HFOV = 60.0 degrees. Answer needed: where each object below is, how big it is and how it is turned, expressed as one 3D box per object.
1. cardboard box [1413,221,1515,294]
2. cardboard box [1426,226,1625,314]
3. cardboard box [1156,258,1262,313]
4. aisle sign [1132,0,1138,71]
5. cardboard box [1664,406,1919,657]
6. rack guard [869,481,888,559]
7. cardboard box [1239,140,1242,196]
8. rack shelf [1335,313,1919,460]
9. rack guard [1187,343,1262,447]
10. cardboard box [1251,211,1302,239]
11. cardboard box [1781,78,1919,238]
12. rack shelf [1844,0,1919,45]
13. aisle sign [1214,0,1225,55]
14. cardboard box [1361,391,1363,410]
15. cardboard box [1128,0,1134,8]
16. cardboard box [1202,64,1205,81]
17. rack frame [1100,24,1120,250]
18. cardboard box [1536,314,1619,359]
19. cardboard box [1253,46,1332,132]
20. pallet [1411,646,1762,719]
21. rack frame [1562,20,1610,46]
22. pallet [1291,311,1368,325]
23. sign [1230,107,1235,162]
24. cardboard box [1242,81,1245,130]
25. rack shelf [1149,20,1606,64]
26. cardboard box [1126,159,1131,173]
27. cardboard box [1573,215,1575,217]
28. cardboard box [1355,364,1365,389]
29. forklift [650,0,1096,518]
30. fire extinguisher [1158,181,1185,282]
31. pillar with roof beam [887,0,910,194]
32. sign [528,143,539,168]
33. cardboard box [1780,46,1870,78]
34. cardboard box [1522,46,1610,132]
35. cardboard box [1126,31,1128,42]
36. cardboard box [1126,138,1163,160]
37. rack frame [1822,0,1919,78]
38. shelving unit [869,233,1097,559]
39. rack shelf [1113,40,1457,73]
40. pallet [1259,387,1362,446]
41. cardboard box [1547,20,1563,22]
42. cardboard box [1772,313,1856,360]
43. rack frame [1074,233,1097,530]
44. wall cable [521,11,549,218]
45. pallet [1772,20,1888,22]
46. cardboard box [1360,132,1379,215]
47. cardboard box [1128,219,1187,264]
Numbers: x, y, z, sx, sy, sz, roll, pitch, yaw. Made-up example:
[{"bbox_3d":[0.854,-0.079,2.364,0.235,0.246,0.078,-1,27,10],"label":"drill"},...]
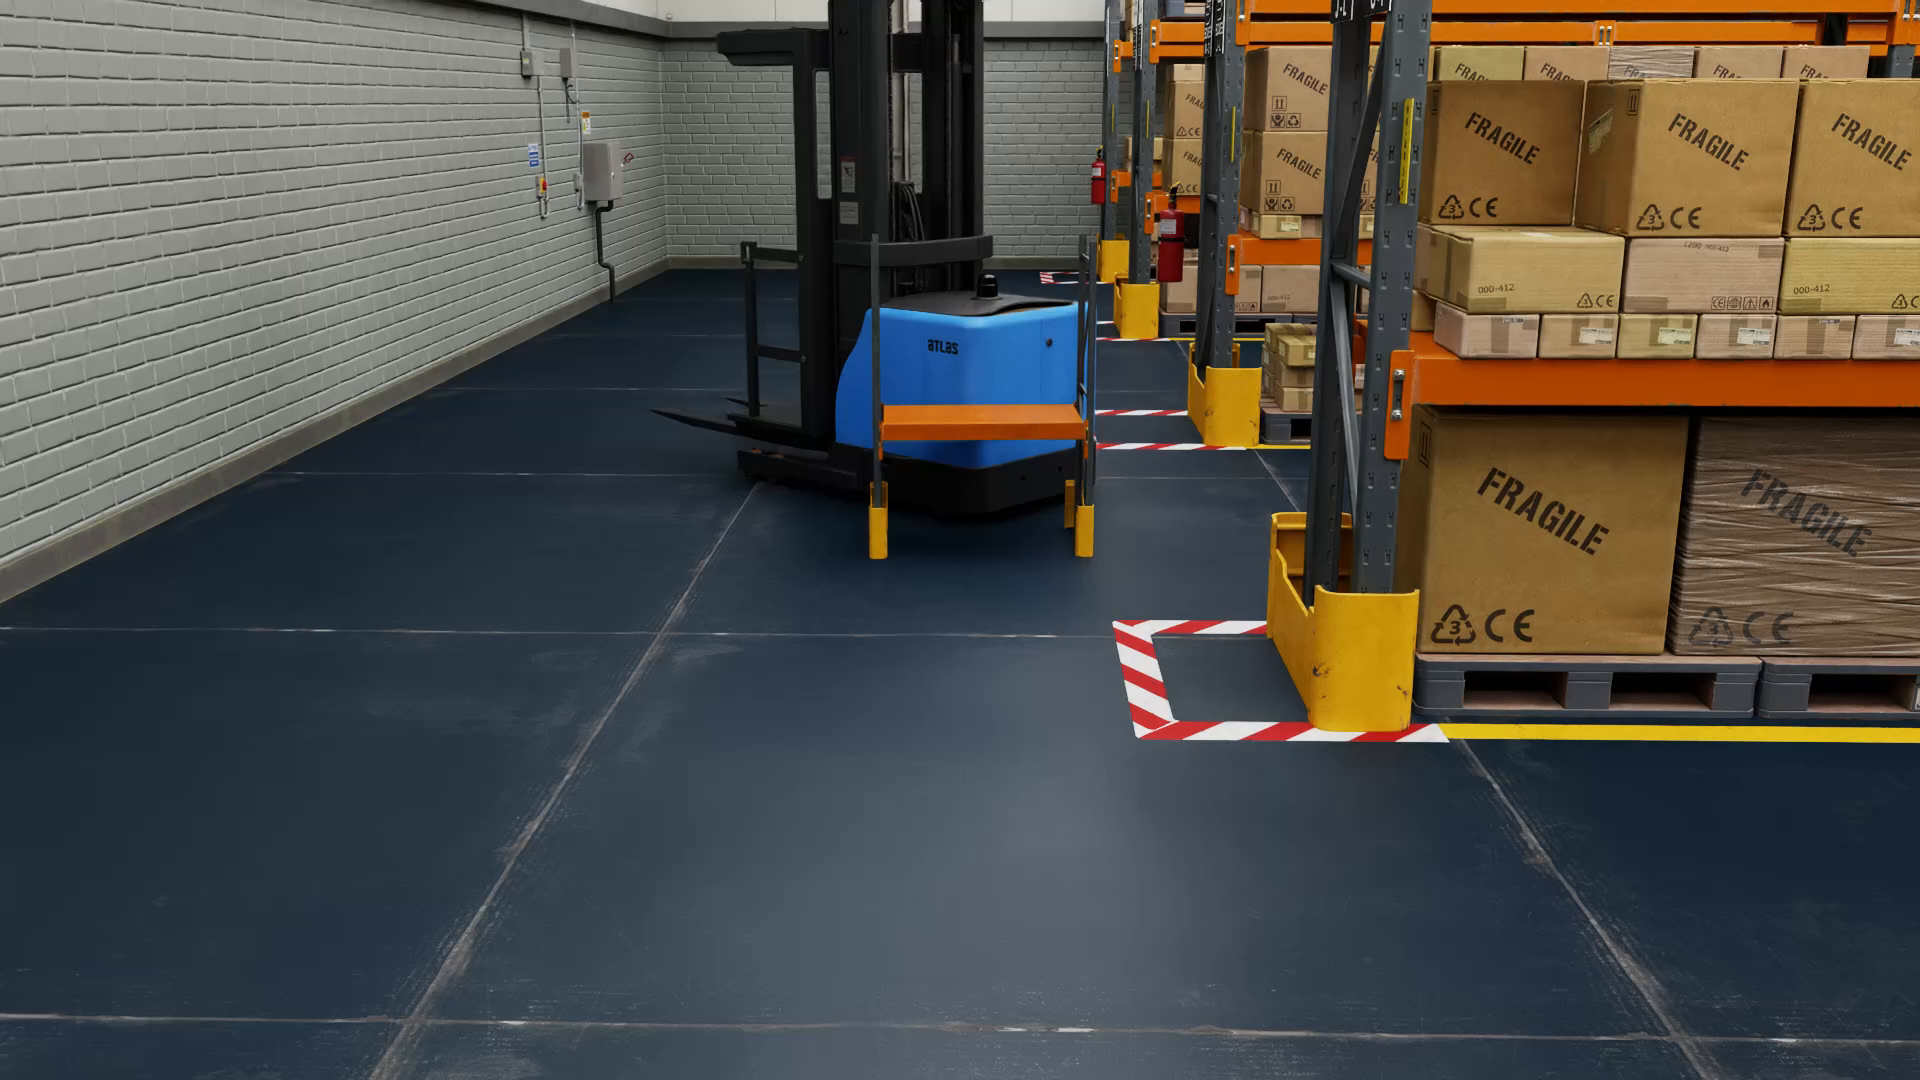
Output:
[{"bbox_3d":[1.939,-1.065,6.209,0.500,0.250,0.500,0,15,1],"label":"cardboard box"},{"bbox_3d":[1.921,-0.929,5.691,0.500,0.250,0.500,0,15,0],"label":"cardboard box"},{"bbox_3d":[2.364,-2.442,15.916,0.875,0.438,0.875,0,15,0],"label":"cardboard box"},{"bbox_3d":[1.637,-4.793,15.532,0.004,0.787,0.394,0,15,1],"label":"aisle sign"},{"bbox_3d":[3.000,-0.115,6.239,0.875,0.875,0.875,0,15,1],"label":"cardboard box"},{"bbox_3d":[-0.404,-0.104,8.246,0.087,0.250,0.587,-1,15,-2],"label":"rack guard"},{"bbox_3d":[2.680,-3.433,15.274,0.500,0.500,0.500,0,15,1],"label":"cardboard box"},{"bbox_3d":[3.447,-0.569,6.025,4.000,0.370,1.077,0,15,1],"label":"rack shelf"},{"bbox_3d":[1.752,-0.985,11.092,0.348,0.500,1.175,0,15,1],"label":"rack guard"},{"bbox_3d":[1.991,-1.987,10.482,0.250,0.149,0.380,0,15,1],"label":"cardboard box"},{"bbox_3d":[2.939,-1.286,5.576,0.500,0.500,0.500,0,15,0],"label":"cardboard box"},{"bbox_3d":[7.674,-3.257,10.336,4.000,0.370,1.077,0,15,1],"label":"rack shelf"},{"bbox_3d":[1.595,-3.375,10.155,0.004,0.787,0.394,0,15,1],"label":"aisle sign"},{"bbox_3d":[2.704,-0.953,10.836,0.250,0.149,0.380,1,15,2],"label":"cardboard box"},{"bbox_3d":[2.261,-6.419,19.641,0.500,0.250,0.500,0,15,1],"label":"cardboard box"},{"bbox_3d":[2.313,-4.246,15.125,0.250,0.149,0.380,1,15,3],"label":"cardboard box"},{"bbox_3d":[1.824,-4.723,20.360,0.127,3.000,1.000,0,15,1],"label":"rack frame"},{"bbox_3d":[2.051,-0.720,5.682,0.250,0.149,0.380,0,15,1],"label":"cardboard box"},{"bbox_3d":[2.118,-2.799,10.329,0.500,0.500,0.500,0,15,1],"label":"cardboard box"},{"bbox_3d":[2.249,0.404,6.395,1.213,0.211,1.003,0,15,1],"label":"pallet"},{"bbox_3d":[5.700,-3.431,15.463,0.127,3.000,1.000,0,15,1],"label":"rack frame"},{"bbox_3d":[3.719,-2.114,15.941,1.213,0.211,1.003,0,15,1],"label":"pallet"},{"bbox_3d":[1.662,-2.474,10.140,0.005,0.325,0.100,0,15,1],"label":"sign"},{"bbox_3d":[2.691,-3.911,15.128,0.500,0.500,0.500,0,15,0],"label":"cardboard box"},{"bbox_3d":[3.701,-4.546,15.222,4.000,0.370,1.077,0,15,1],"label":"rack shelf"},{"bbox_3d":[2.146,-4.529,20.119,0.250,0.149,0.380,0,15,1],"label":"cardboard box"},{"bbox_3d":[3.818,-1.980,10.458,0.250,0.149,0.380,1,15,3],"label":"cardboard box"},{"bbox_3d":[2.465,-1.077,10.724,0.250,0.149,0.380,0,15,1],"label":"cardboard box"},{"bbox_3d":[-0.659,-1.832,9.539,3.031,2.935,1.130,14,20,42],"label":"forklift"},{"bbox_3d":[1.436,-2.095,11.284,0.183,0.674,0.296,0,15,1],"label":"fire extinguisher"},{"bbox_3d":[-0.958,-6.773,16.371,0.400,9.000,9.100,0,15,1],"label":"pillar with roof beam"},{"bbox_3d":[-3.999,-3.606,15.599,0.001,0.218,0.327,0,15,1],"label":"sign"},{"bbox_3d":[5.198,-2.777,10.248,0.500,0.500,0.500,0,15,-1],"label":"cardboard box"},{"bbox_3d":[3.651,-2.786,10.279,0.500,0.500,0.500,0,15,0],"label":"cardboard box"},{"bbox_3d":[2.150,-6.108,20.225,0.250,0.149,0.380,1,15,3],"label":"cardboard box"},{"bbox_3d":[2.271,-4.722,20.069,0.500,0.250,0.500,0,15,2],"label":"cardboard box"},{"bbox_3d":[5.675,-2.168,10.676,0.127,3.000,1.000,0,15,1],"label":"rack frame"},{"bbox_3d":[0.094,-0.714,8.104,1.083,1.500,0.587,-1,15,-2],"label":"shelving unit"},{"bbox_3d":[3.824,-5.812,20.020,4.000,0.370,1.077,0,15,1],"label":"rack shelf"},{"bbox_3d":[2.563,-0.831,11.074,1.213,0.211,1.003,0,15,1],"label":"pallet"},{"bbox_3d":[7.167,-6.300,19.932,0.250,0.149,0.380,0,15,0],"label":"cardboard box"},{"bbox_3d":[2.822,-0.715,5.664,0.250,0.149,0.380,0,15,0],"label":"cardboard box"},{"bbox_3d":[0.611,-0.718,8.123,0.032,1.500,0.500,-1,15,-2],"label":"rack frame"},{"bbox_3d":[-3.936,-3.994,15.545,0.123,1.953,0.585,0,15,1],"label":"wall cable"},{"bbox_3d":[7.936,-4.761,14.995,1.213,0.211,1.003,1,15,4],"label":"pallet"},{"bbox_3d":[2.653,-2.315,10.457,0.500,0.500,0.500,0,15,2],"label":"cardboard box"},{"bbox_3d":[2.433,-3.690,20.518,0.637,0.503,0.797,0,15,-1],"label":"cardboard box"}]
